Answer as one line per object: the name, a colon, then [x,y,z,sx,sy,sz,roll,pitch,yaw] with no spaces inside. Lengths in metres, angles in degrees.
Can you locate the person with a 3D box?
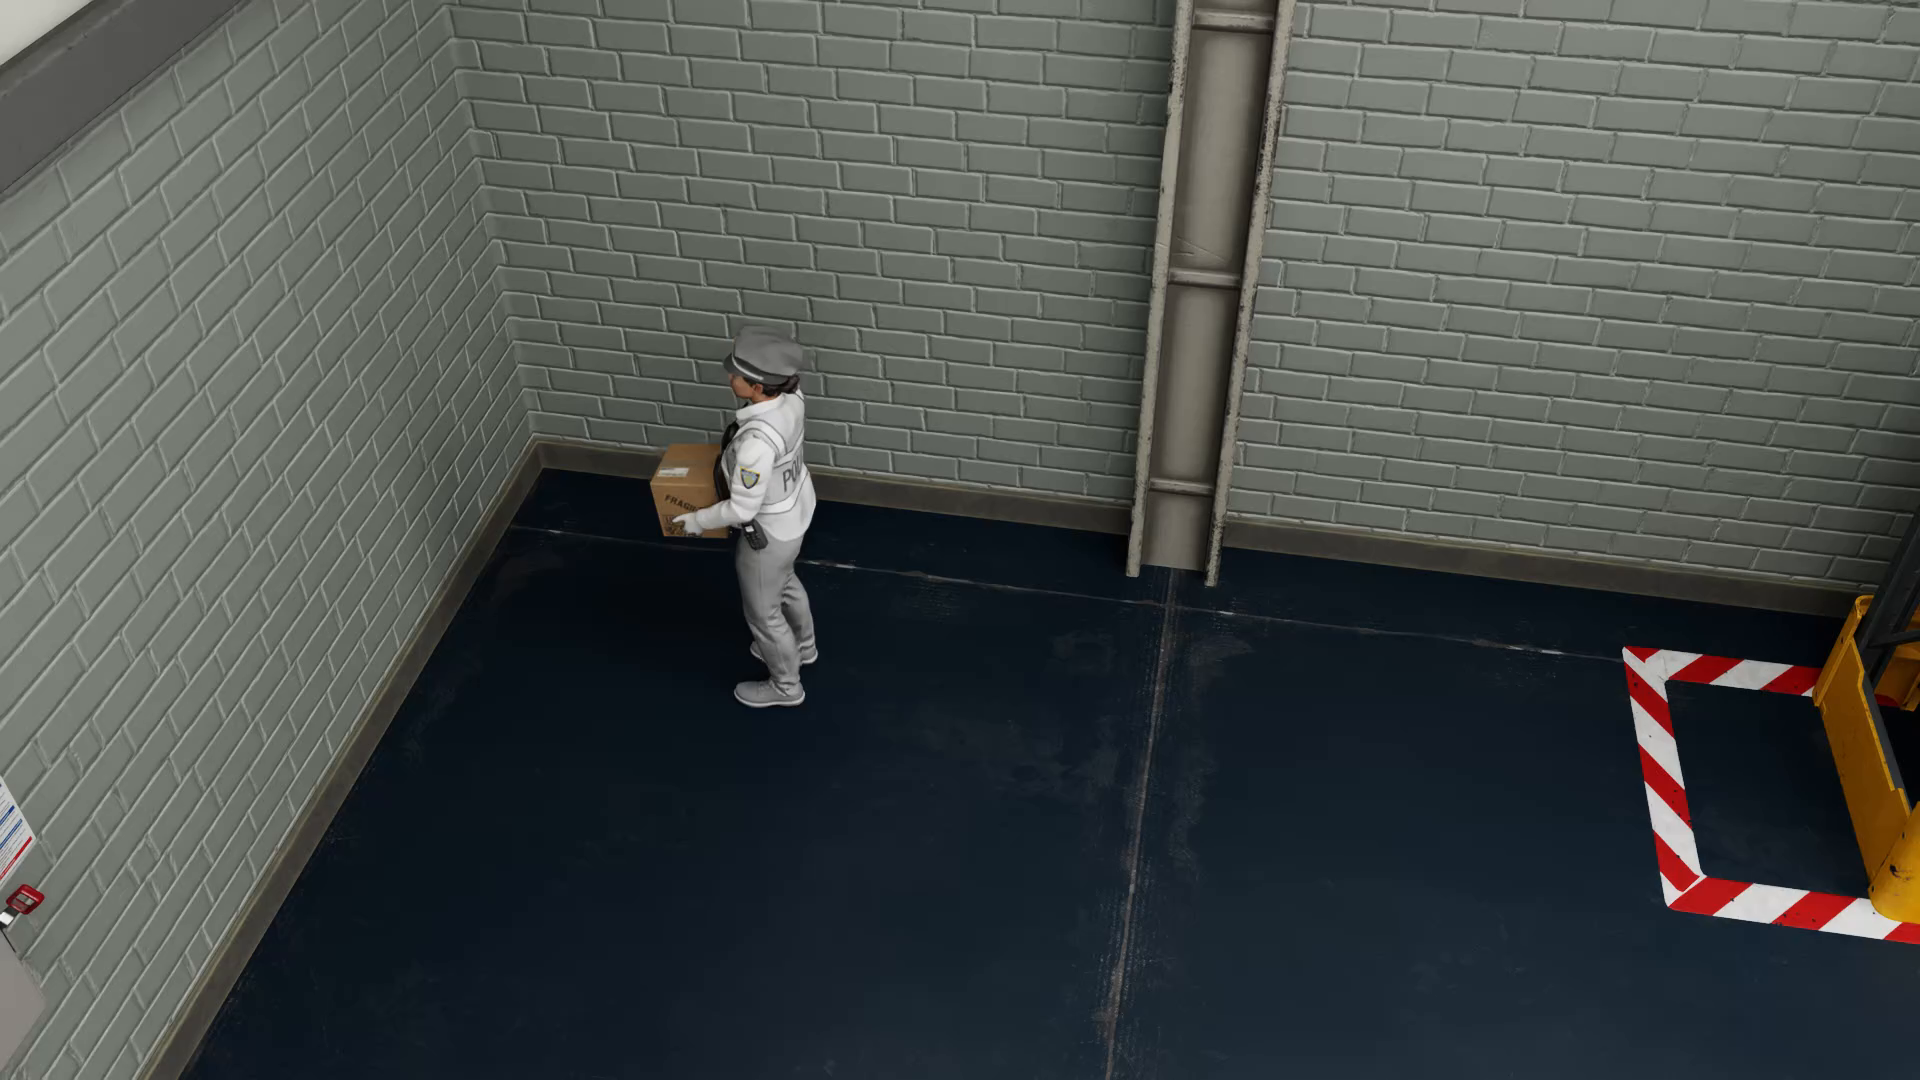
person: [-0.787,-0.077,6.222,0.504,1.692,0.486,6,41,7]
